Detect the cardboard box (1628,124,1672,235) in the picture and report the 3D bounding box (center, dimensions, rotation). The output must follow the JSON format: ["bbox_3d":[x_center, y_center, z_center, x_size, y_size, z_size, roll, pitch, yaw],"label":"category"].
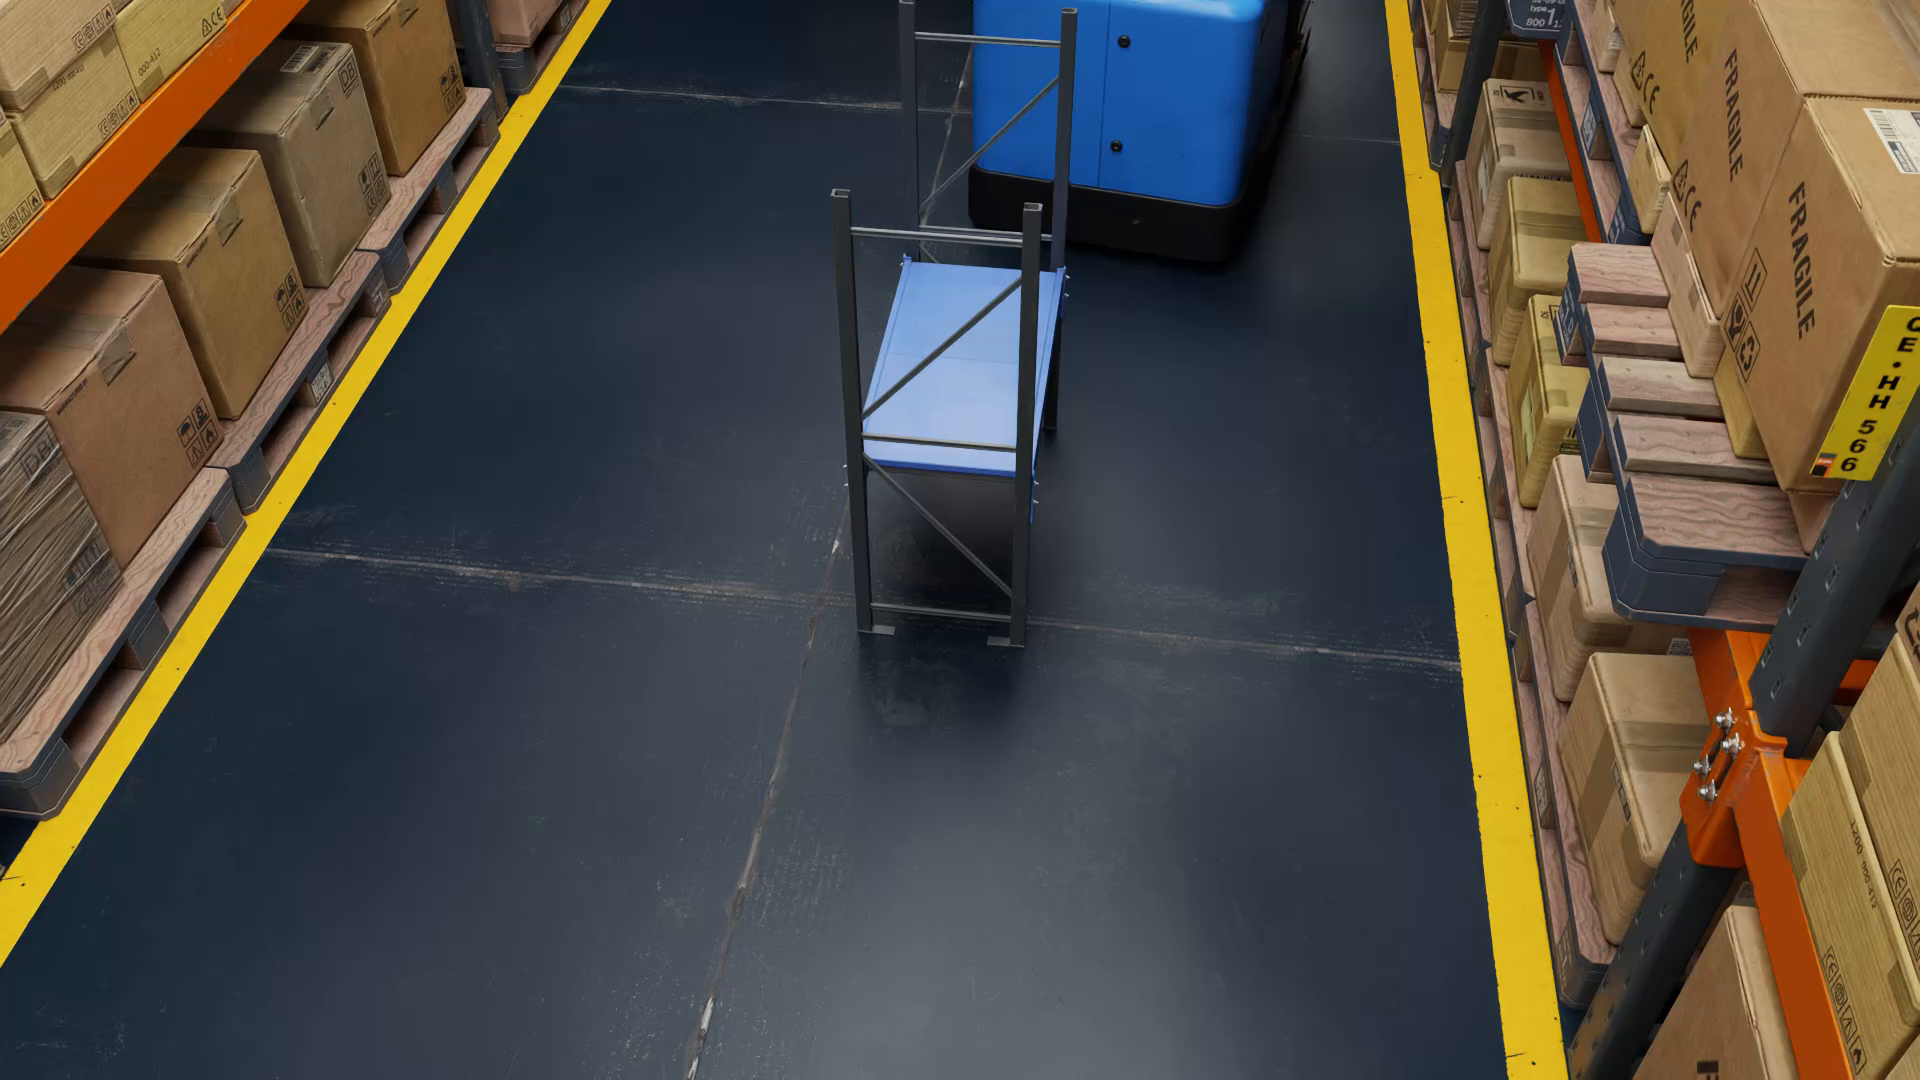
[{"bbox_3d":[1.758,-0.812,3.804,0.380,0.149,0.250,6,44,6],"label":"cardboard box"}]

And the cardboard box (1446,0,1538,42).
[{"bbox_3d":[2.272,-2.362,6.712,0.500,0.500,0.500,5,44,5],"label":"cardboard box"}]

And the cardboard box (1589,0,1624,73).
[{"bbox_3d":[1.874,-1.335,4.356,0.380,0.149,0.250,7,44,7],"label":"cardboard box"}]

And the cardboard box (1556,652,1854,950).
[{"bbox_3d":[2.016,0.636,4.003,0.950,0.372,0.625,3,43,3],"label":"cardboard box"}]

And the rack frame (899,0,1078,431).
[{"bbox_3d":[0.078,-0.949,5.162,0.500,1.500,0.032,5,44,6],"label":"rack frame"}]

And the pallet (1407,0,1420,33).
[{"bbox_3d":[2.673,-2.790,8.043,1.003,0.211,1.213,5,44,6],"label":"pallet"}]

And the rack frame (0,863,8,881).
[{"bbox_3d":[-2.989,-0.230,3.312,1.000,3.000,0.127,5,44,6],"label":"rack frame"}]

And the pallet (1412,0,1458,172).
[{"bbox_3d":[2.514,-1.956,7.162,1.003,0.211,1.213,5,44,6],"label":"pallet"}]

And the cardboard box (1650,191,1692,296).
[{"bbox_3d":[1.735,-0.624,3.604,0.380,0.149,0.250,3,44,4],"label":"cardboard box"}]

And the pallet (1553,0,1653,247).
[{"bbox_3d":[2.153,-1.065,4.332,1.003,0.211,1.213,5,44,6],"label":"pallet"}]

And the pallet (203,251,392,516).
[{"bbox_3d":[-2.678,-0.604,5.735,1.003,0.211,1.213,5,44,6],"label":"pallet"}]

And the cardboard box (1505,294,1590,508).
[{"bbox_3d":[2.211,-0.384,5.080,0.950,0.372,0.625,7,44,7],"label":"cardboard box"}]

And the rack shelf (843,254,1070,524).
[{"bbox_3d":[0.011,-0.472,4.919,0.538,0.185,1.000,5,44,6],"label":"rack shelf"}]

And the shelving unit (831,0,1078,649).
[{"bbox_3d":[0.011,-0.603,4.796,0.538,1.500,1.048,5,44,6],"label":"shelving unit"}]

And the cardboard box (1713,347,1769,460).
[{"bbox_3d":[1.705,-0.277,3.238,0.380,0.149,0.250,6,44,6],"label":"cardboard box"}]

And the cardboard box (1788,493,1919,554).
[{"bbox_3d":[1.741,-0.088,3.038,0.380,0.149,0.250,7,44,7],"label":"cardboard box"}]

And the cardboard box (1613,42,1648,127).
[{"bbox_3d":[1.868,-1.151,4.161,0.380,0.149,0.250,4,44,4],"label":"cardboard box"}]

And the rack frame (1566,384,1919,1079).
[{"bbox_3d":[1.931,0.218,2.838,1.000,3.000,0.127,5,44,6],"label":"rack frame"}]

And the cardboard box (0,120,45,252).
[{"bbox_3d":[-2.617,-0.798,4.021,0.500,0.250,0.500,4,44,5],"label":"cardboard box"}]

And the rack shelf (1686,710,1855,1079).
[{"bbox_3d":[1.667,1.843,1.646,1.077,0.370,4.000,5,44,6],"label":"rack shelf"}]

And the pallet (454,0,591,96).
[{"bbox_3d":[-2.314,-2.482,7.718,1.003,0.211,1.213,5,44,6],"label":"pallet"}]

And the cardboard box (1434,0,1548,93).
[{"bbox_3d":[2.272,-2.089,6.969,0.500,0.250,0.500,7,44,7],"label":"cardboard box"}]

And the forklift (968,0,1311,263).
[{"bbox_3d":[0.943,-3.135,6.429,1.130,2.935,3.031,12,45,12],"label":"forklift"}]

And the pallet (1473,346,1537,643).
[{"bbox_3d":[2.200,-0.131,5.234,1.003,0.211,1.213,5,44,6],"label":"pallet"}]

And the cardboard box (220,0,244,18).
[{"bbox_3d":[-2.425,-1.856,5.137,0.500,0.250,0.500,5,44,6],"label":"cardboard box"}]

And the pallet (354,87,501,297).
[{"bbox_3d":[-2.519,-1.438,6.615,1.003,0.211,1.213,5,44,6],"label":"pallet"}]

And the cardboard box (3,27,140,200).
[{"bbox_3d":[-2.556,-1.150,4.392,0.500,0.250,0.500,4,44,4],"label":"cardboard box"}]

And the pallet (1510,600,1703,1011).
[{"bbox_3d":[2.036,0.698,4.359,1.003,0.211,1.213,5,44,6],"label":"pallet"}]

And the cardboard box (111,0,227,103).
[{"bbox_3d":[-2.485,-1.503,4.765,0.500,0.250,0.500,7,44,7],"label":"cardboard box"}]

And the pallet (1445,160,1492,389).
[{"bbox_3d":[2.359,-0.964,6.115,1.003,0.211,1.213,5,44,6],"label":"pallet"}]

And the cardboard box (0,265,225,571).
[{"bbox_3d":[-2.815,-0.390,4.902,0.875,0.625,0.625,7,44,7],"label":"cardboard box"}]

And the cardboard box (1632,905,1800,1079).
[{"bbox_3d":[1.758,1.301,2.935,0.875,0.875,0.875,5,44,5],"label":"cardboard box"}]

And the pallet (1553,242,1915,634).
[{"bbox_3d":[1.920,-0.207,3.427,1.213,0.211,1.003,5,44,6],"label":"pallet"}]

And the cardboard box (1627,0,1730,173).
[{"bbox_3d":[1.839,-1.111,3.647,0.500,0.500,0.500,3,43,3],"label":"cardboard box"}]

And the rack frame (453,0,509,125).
[{"bbox_3d":[-2.460,-2.956,6.191,1.000,3.000,0.127,5,44,6],"label":"rack frame"}]

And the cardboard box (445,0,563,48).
[{"bbox_3d":[-2.068,-2.410,7.308,0.500,0.250,0.500,6,44,6],"label":"cardboard box"}]

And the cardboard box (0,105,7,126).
[{"bbox_3d":[-2.621,-0.979,3.847,0.500,0.250,0.500,7,44,7],"label":"cardboard box"}]

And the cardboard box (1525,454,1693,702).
[{"bbox_3d":[2.106,0.132,4.534,0.950,0.372,0.625,4,44,5],"label":"cardboard box"}]

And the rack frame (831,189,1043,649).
[{"bbox_3d":[-0.056,-0.256,4.430,0.500,1.500,0.032,5,44,6],"label":"rack frame"}]

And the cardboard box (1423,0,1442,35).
[{"bbox_3d":[2.332,-2.453,7.353,0.500,0.250,0.500,4,44,4],"label":"cardboard box"}]

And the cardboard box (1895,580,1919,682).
[{"bbox_3d":[1.624,0.133,2.128,0.500,0.500,0.500,4,44,4],"label":"cardboard box"}]

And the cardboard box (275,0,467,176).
[{"bbox_3d":[-2.518,-1.890,6.486,0.875,0.625,0.625,7,44,7],"label":"cardboard box"}]

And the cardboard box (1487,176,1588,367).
[{"bbox_3d":[2.302,-0.858,5.580,0.950,0.372,0.625,8,44,8],"label":"cardboard box"}]

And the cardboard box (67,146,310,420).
[{"bbox_3d":[-2.726,-0.849,5.387,0.875,0.625,0.625,4,44,4],"label":"cardboard box"}]

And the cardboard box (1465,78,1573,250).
[{"bbox_3d":[2.393,-1.348,6.098,0.950,0.372,0.625,6,44,6],"label":"cardboard box"}]

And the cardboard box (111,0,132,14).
[{"bbox_3d":[-2.491,-1.684,4.593,0.500,0.250,0.500,6,44,6],"label":"cardboard box"}]

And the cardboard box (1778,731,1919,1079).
[{"bbox_3d":[1.617,0.583,2.561,0.500,0.250,0.500,5,44,5],"label":"cardboard box"}]

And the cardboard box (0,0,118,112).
[{"bbox_3d":[-2.534,-1.334,4.222,0.500,0.250,0.500,4,44,4],"label":"cardboard box"}]

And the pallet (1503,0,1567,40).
[{"bbox_3d":[2.215,-1.930,5.247,1.003,0.211,1.213,5,44,6],"label":"pallet"}]

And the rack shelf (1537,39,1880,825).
[{"bbox_3d":[2.196,-0.883,4.525,1.077,0.370,4.000,5,44,6],"label":"rack shelf"}]

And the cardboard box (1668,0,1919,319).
[{"bbox_3d":[1.773,-0.767,3.284,0.500,0.500,0.500,5,44,5],"label":"cardboard box"}]

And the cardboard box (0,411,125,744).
[{"bbox_3d":[-2.893,0.056,4.431,0.875,0.625,0.625,7,44,7],"label":"cardboard box"}]

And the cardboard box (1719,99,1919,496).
[{"bbox_3d":[1.716,-0.414,2.911,0.500,0.500,0.500,4,44,4],"label":"cardboard box"}]

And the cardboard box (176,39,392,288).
[{"bbox_3d":[-2.628,-1.362,5.928,0.875,0.625,0.625,5,44,5],"label":"cardboard box"}]

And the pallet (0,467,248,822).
[{"bbox_3d":[-2.842,0.225,4.859,1.003,0.211,1.213,5,44,6],"label":"pallet"}]

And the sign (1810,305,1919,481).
[{"bbox_3d":[1.392,-0.216,2.512,0.100,0.325,0.005,5,44,6],"label":"sign"}]

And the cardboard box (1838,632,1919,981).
[{"bbox_3d":[1.620,0.414,2.376,0.500,0.250,0.500,5,44,5],"label":"cardboard box"}]

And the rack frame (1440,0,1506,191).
[{"bbox_3d":[2.460,-2.508,5.717,1.000,3.000,0.127,5,44,6],"label":"rack frame"}]

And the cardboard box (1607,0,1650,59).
[{"bbox_3d":[1.912,-1.483,4.040,0.500,0.500,0.500,4,44,4],"label":"cardboard box"}]

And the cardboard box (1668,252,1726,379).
[{"bbox_3d":[1.694,-0.453,3.424,0.380,0.149,0.250,5,44,5],"label":"cardboard box"}]
